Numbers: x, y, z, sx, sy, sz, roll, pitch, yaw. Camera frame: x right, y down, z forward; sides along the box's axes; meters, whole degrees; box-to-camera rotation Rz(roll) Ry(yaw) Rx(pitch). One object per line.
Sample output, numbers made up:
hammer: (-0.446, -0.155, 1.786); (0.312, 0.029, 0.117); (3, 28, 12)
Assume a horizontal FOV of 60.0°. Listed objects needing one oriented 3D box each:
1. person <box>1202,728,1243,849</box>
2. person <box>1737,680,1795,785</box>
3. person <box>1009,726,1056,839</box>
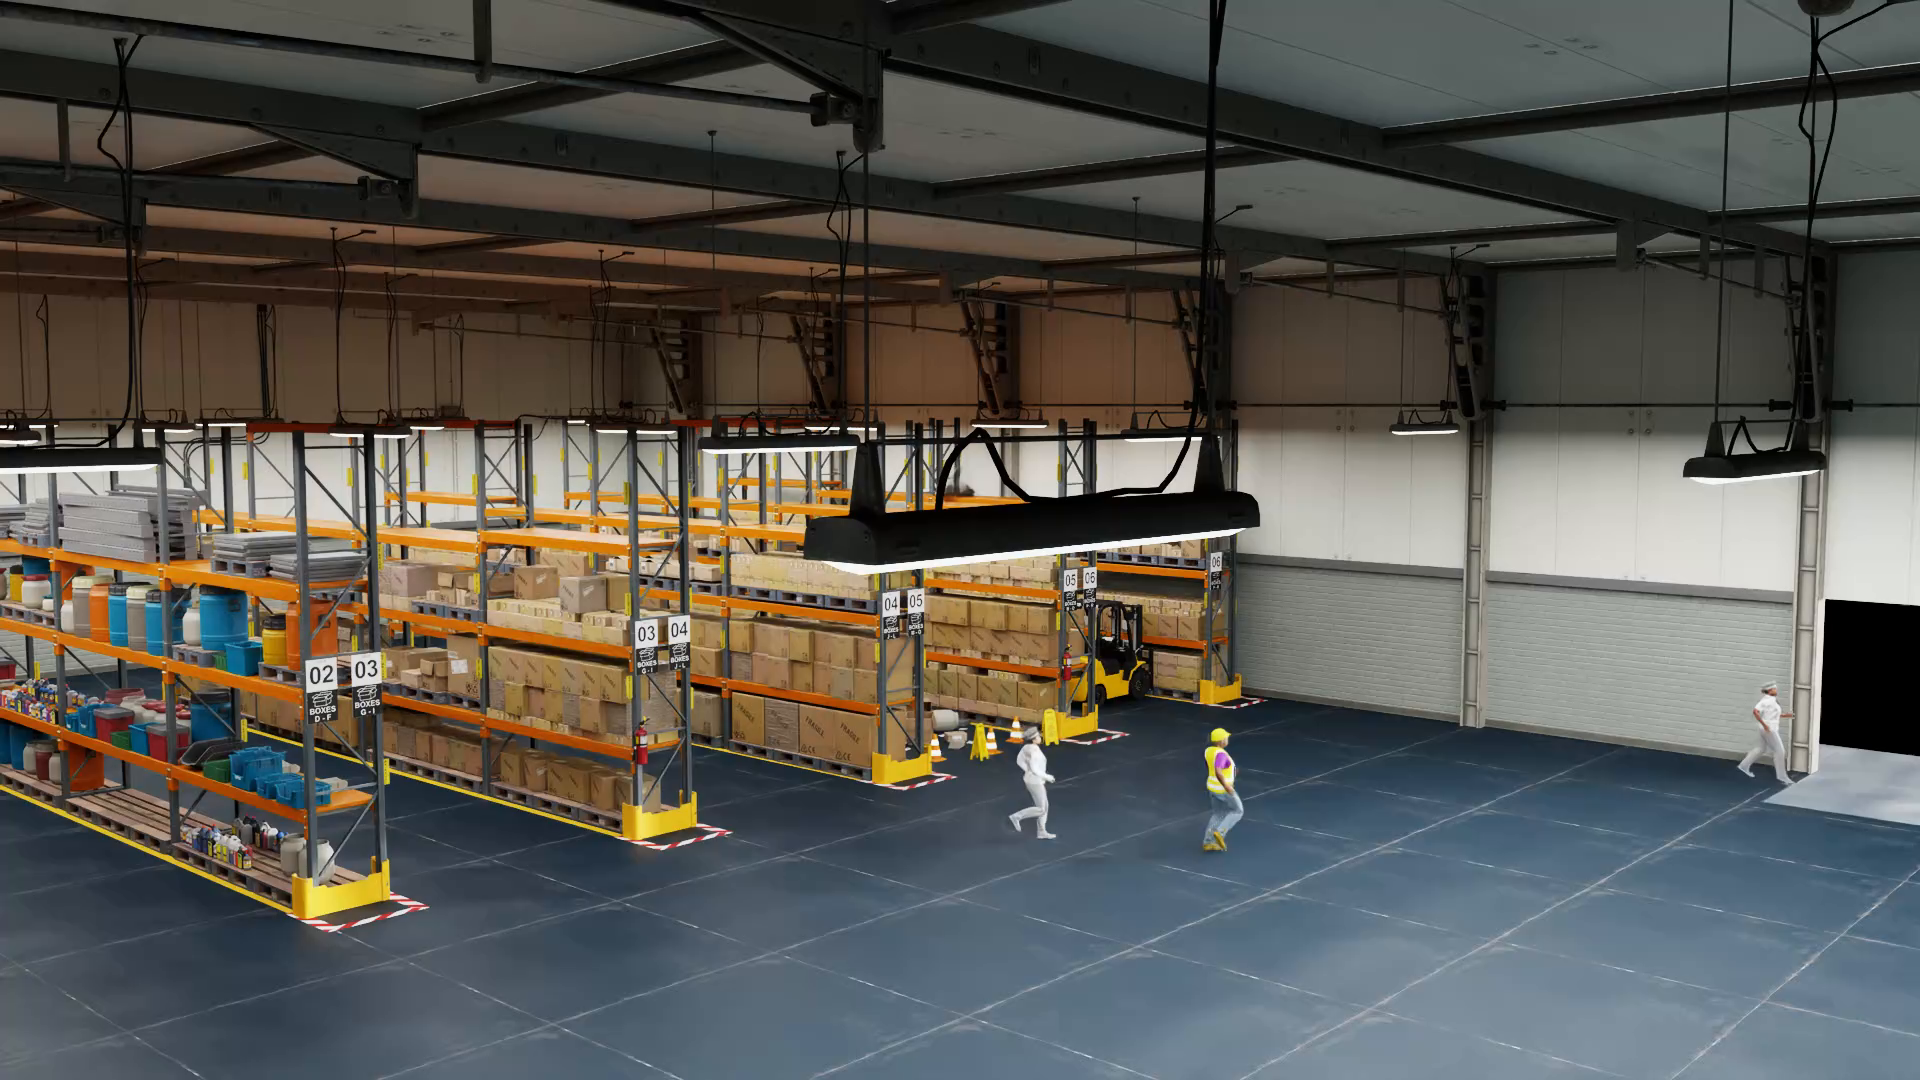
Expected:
person: (3.740, 3.526, 23.581); (0.634, 1.724, 0.683); (-2, 5, -22)
person: (13.522, 3.198, 27.807); (0.841, 1.725, 0.551); (2, 5, 23)
person: (1.039, 3.531, 24.149); (0.729, 1.667, 0.615); (-1, 5, -14)
